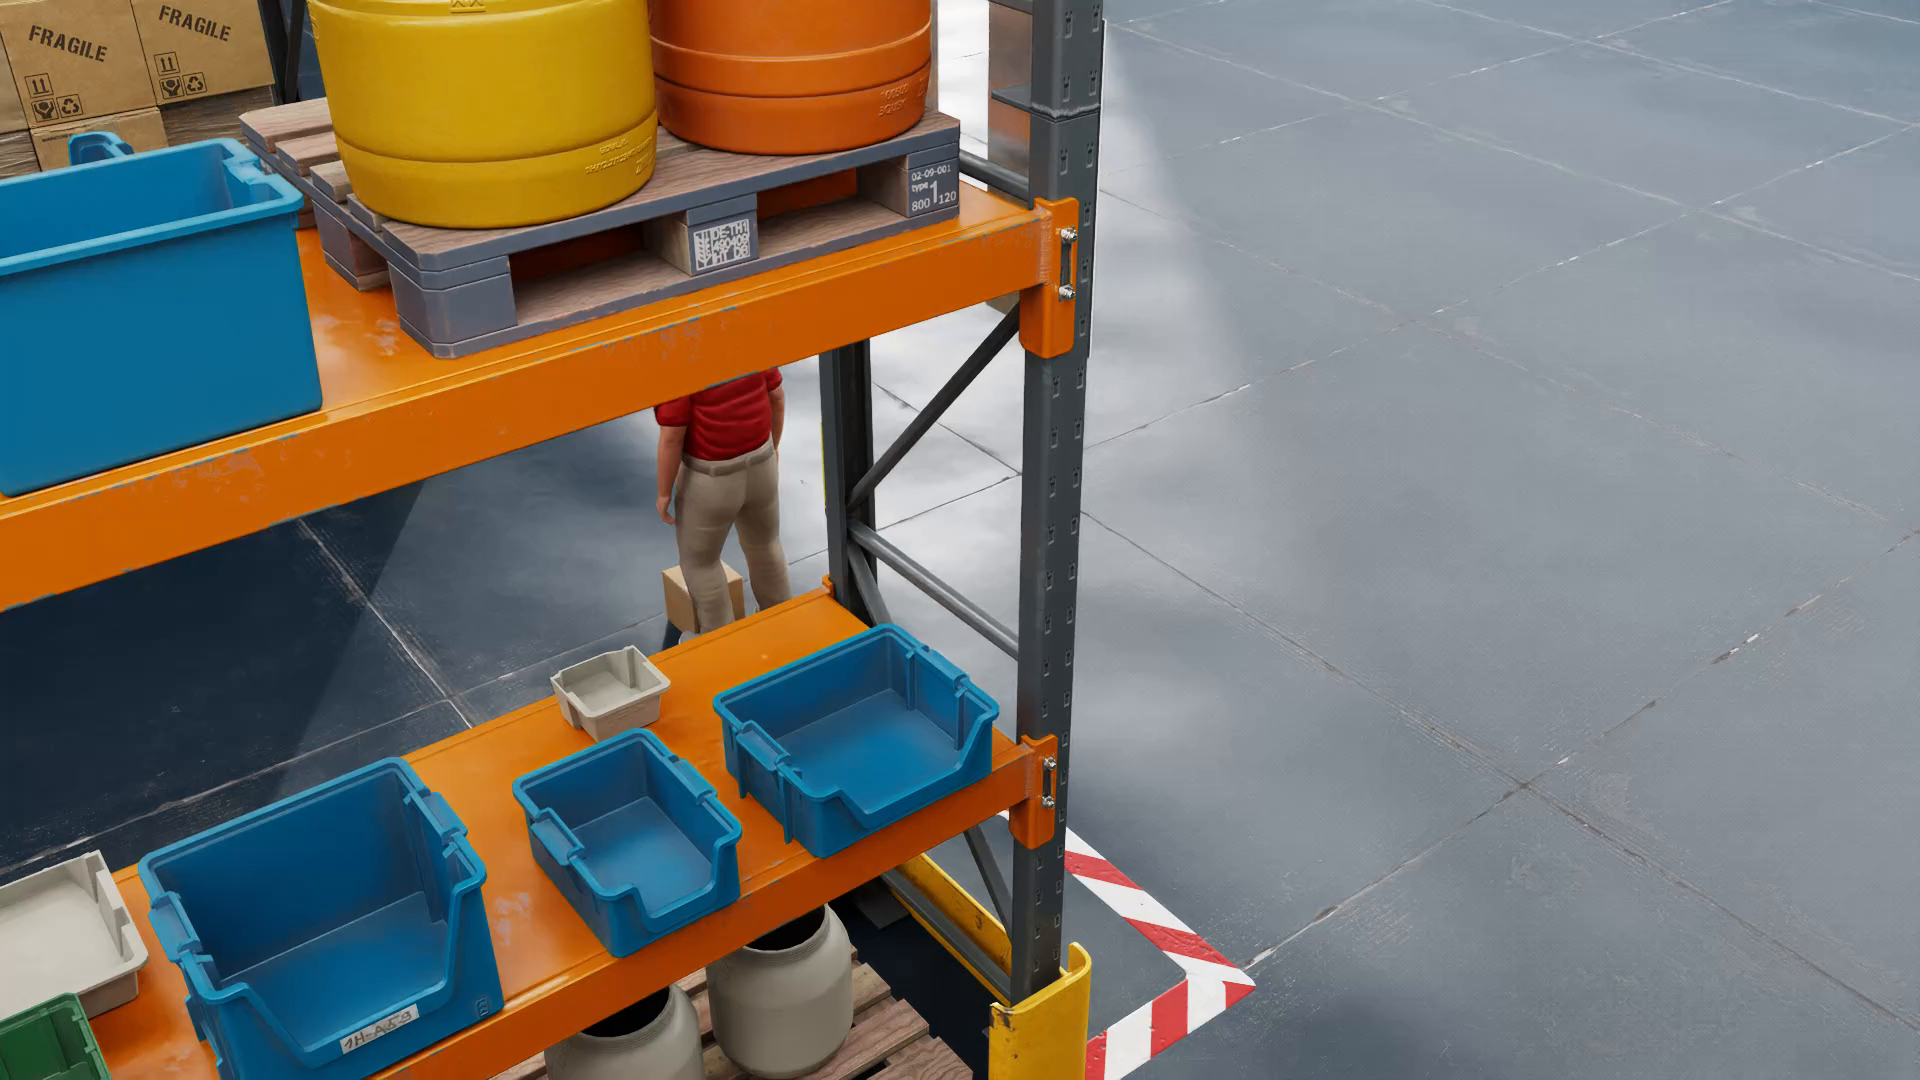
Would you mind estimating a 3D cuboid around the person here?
[{"bbox_3d":[-0.943,-0.271,6.584,0.605,1.726,0.401,-25,40,-34],"label":"person"}]
